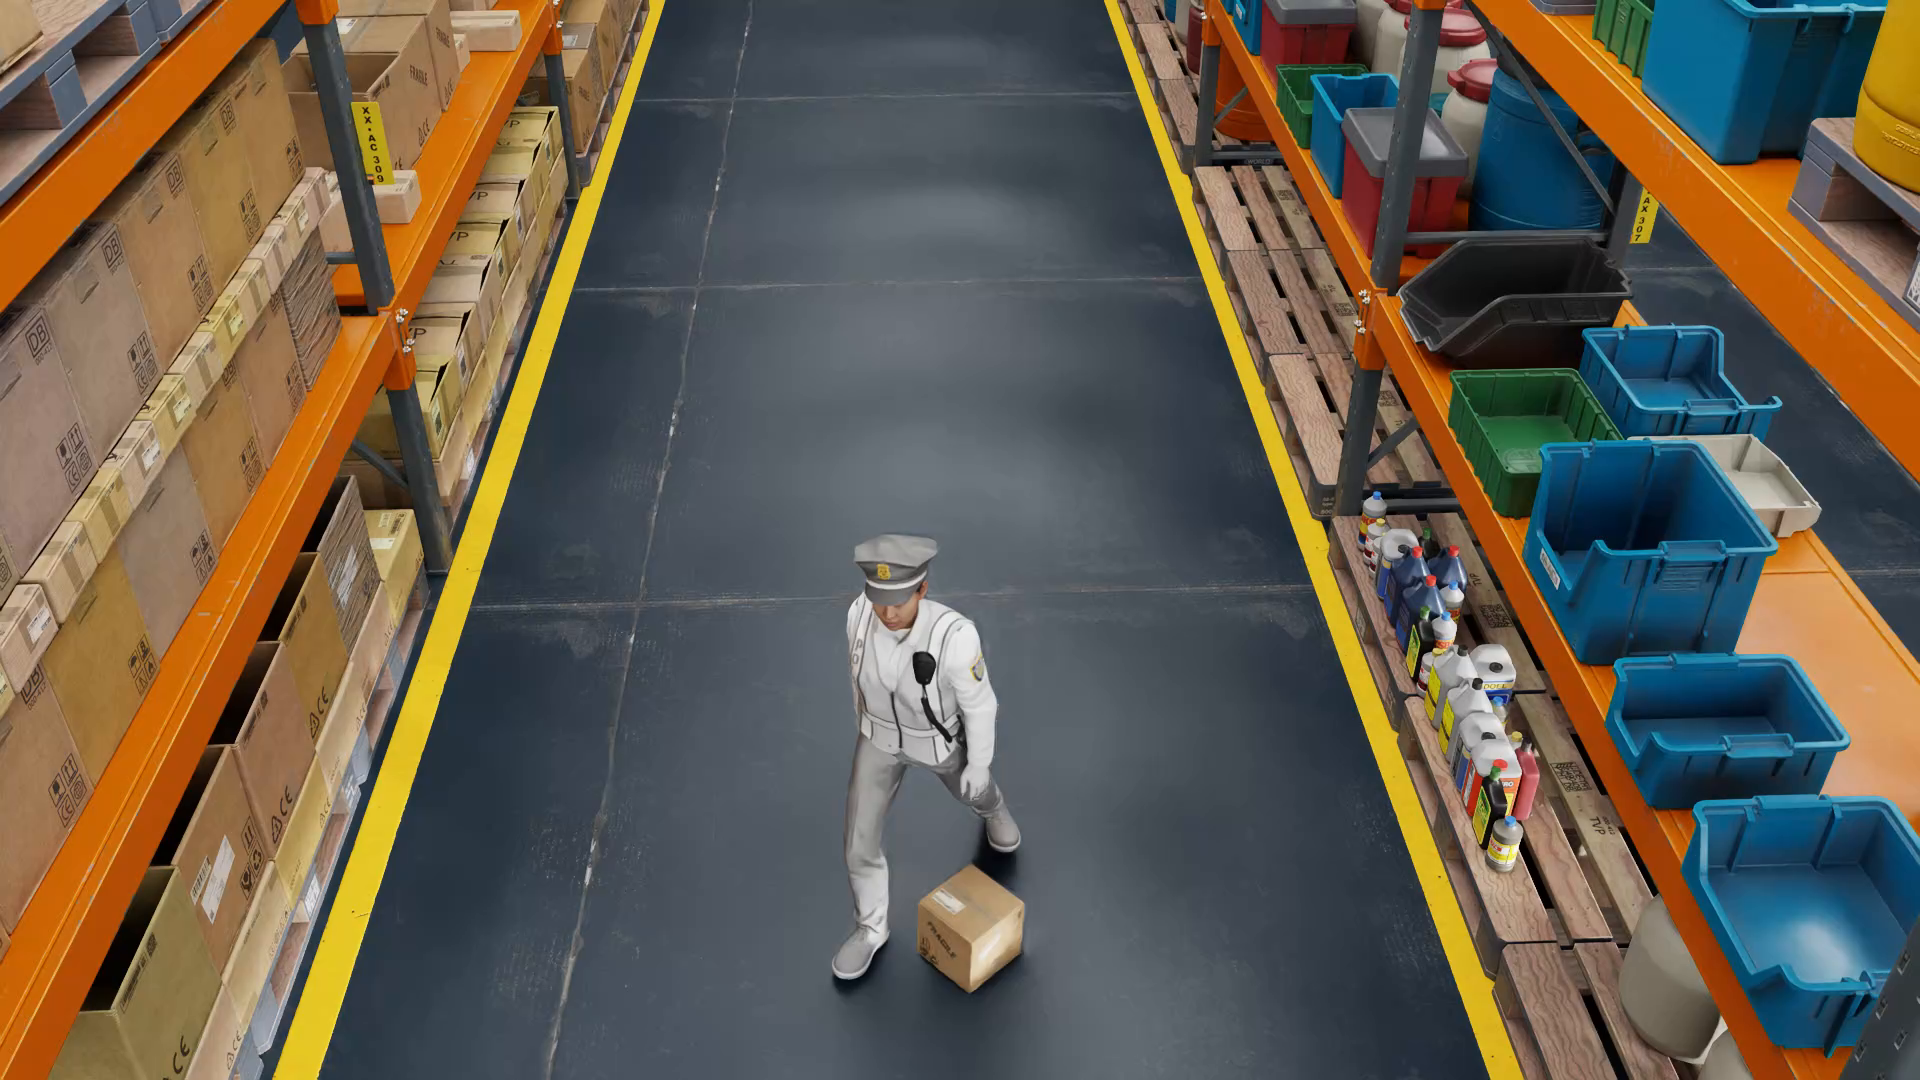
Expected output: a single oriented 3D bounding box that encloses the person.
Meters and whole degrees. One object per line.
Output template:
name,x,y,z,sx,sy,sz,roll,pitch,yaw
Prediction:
person,-0.107,0.589,5.333,0.517,1.609,0.927,11,37,15
